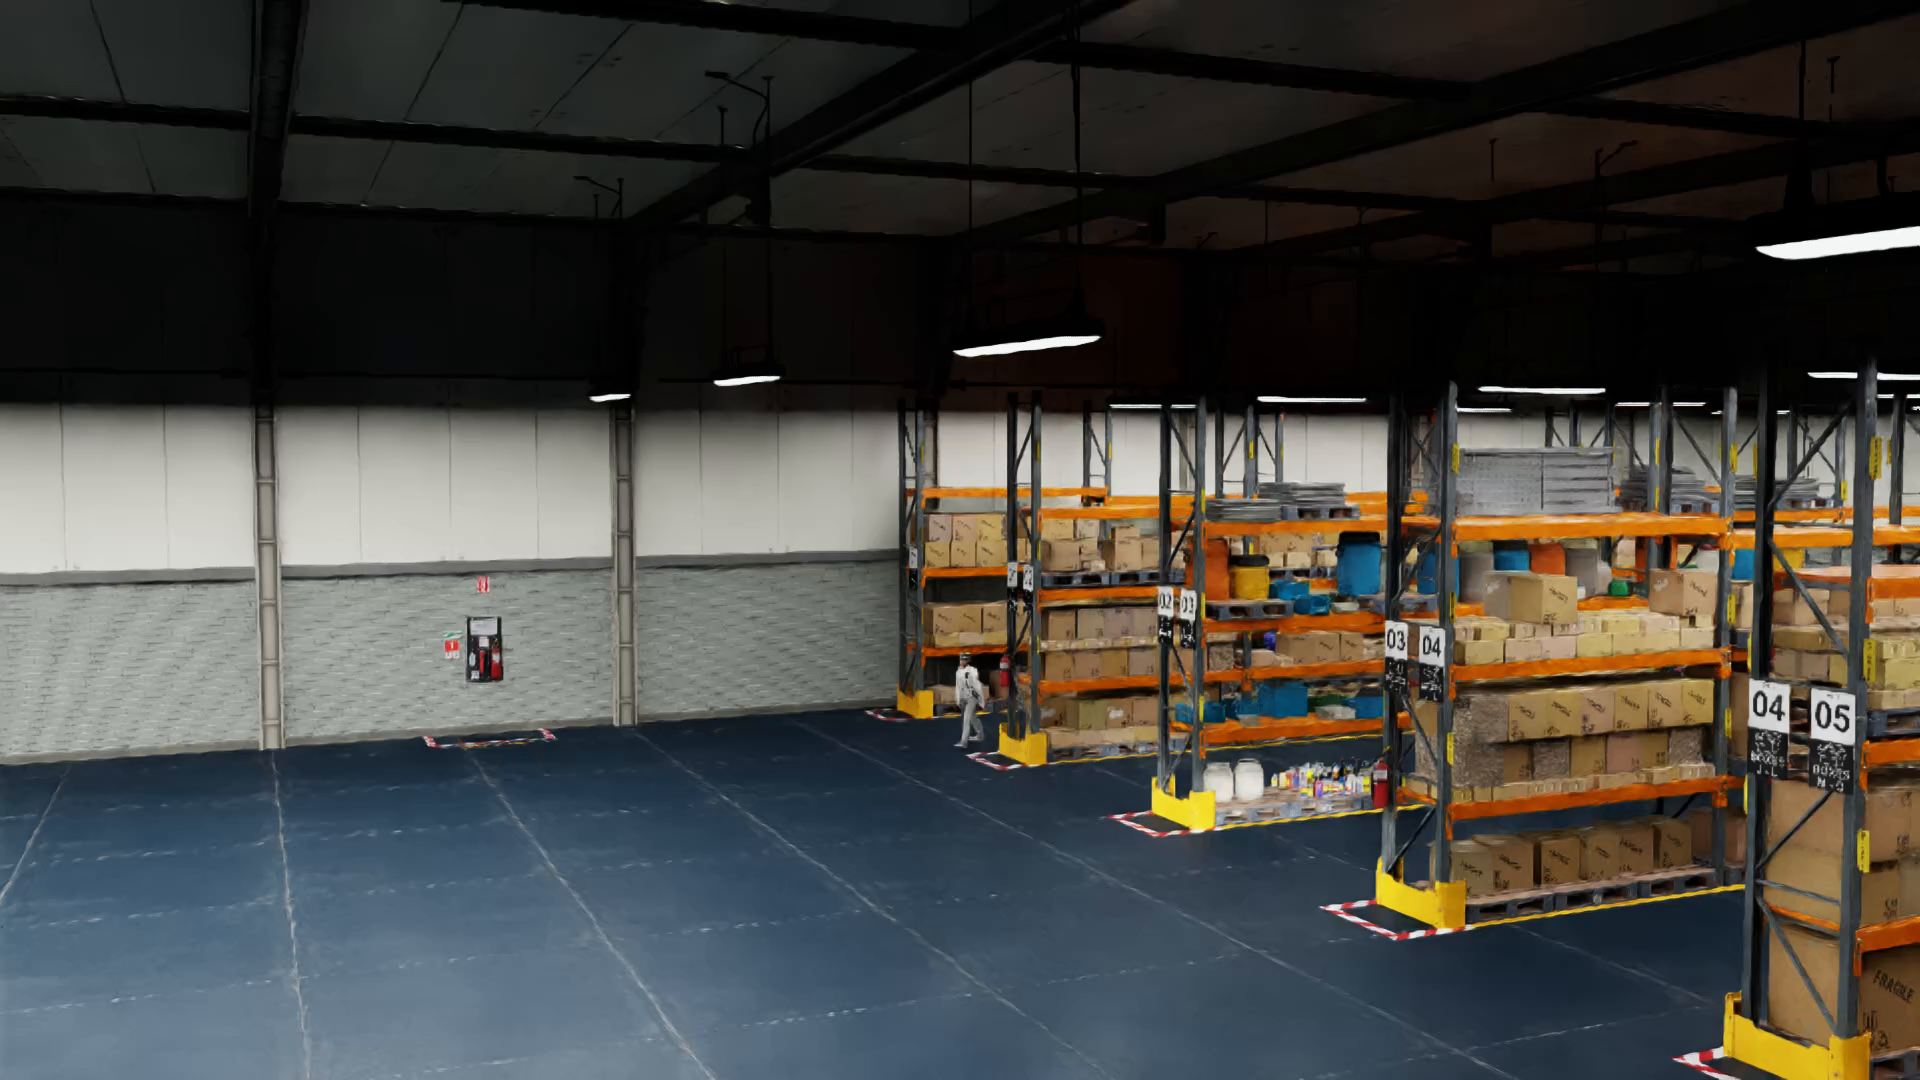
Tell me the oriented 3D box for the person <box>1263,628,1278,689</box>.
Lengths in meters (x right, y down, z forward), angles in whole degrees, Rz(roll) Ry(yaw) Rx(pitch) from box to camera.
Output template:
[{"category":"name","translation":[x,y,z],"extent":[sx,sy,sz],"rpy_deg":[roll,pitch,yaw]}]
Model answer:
[{"category":"person","translation":[6.218,2.430,33.108],"extent":[0.360,1.711,0.526],"rpy_deg":[3,4,41]}]

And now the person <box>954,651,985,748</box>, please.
[{"category":"person","translation":[0.138,2.694,28.372],"extent":[0.938,1.622,0.529],"rpy_deg":[-3,5,-44]}]
